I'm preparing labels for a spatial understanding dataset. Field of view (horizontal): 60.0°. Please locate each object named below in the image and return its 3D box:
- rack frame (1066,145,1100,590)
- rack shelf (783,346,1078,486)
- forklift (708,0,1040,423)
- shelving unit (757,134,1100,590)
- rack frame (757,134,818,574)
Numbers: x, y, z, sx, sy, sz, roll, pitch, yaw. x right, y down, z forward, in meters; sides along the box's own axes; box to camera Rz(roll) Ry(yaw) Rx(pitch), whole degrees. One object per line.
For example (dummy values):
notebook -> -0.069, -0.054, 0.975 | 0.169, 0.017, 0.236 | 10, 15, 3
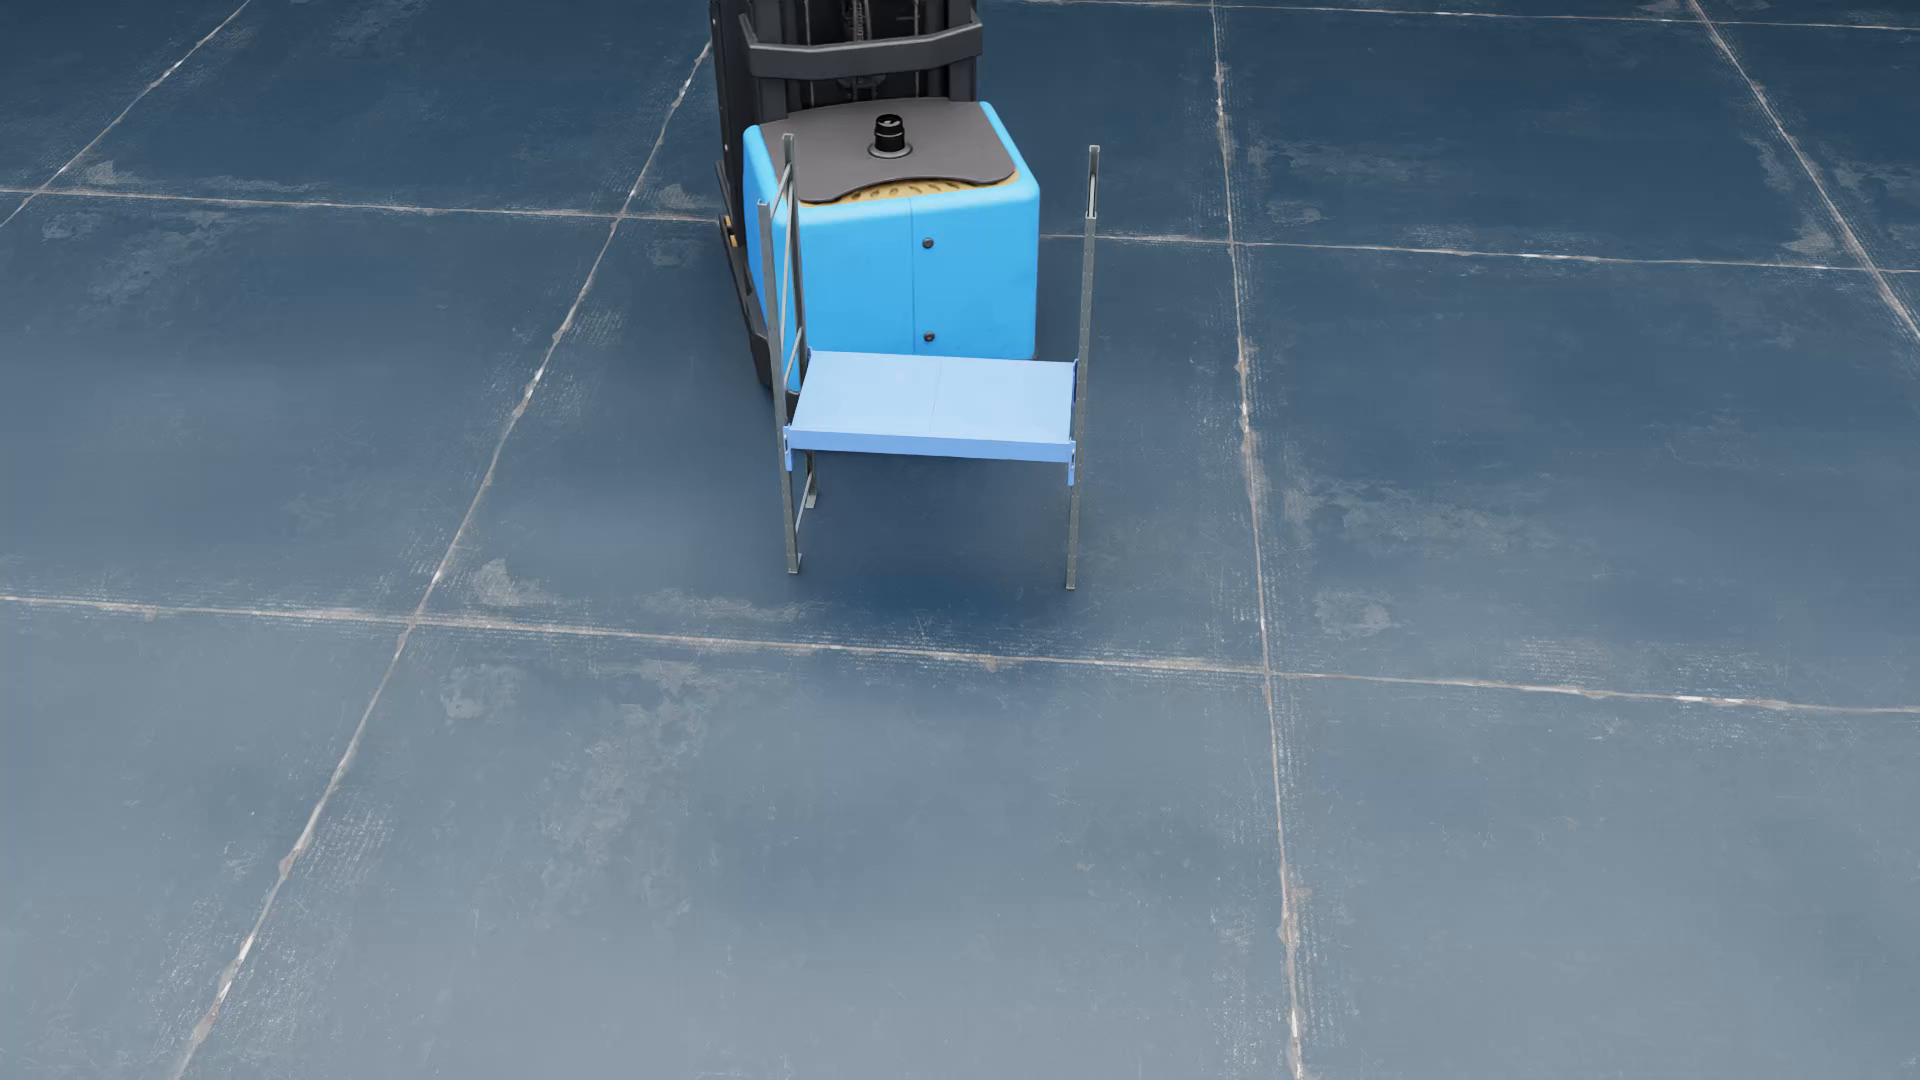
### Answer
rack frame -> 0.421, -0.559, 5.748 | 0.032, 1.500, 0.500 | 3, 39, 4
rack shelf -> -0.085, -0.447, 5.896 | 1.000, 0.185, 0.538 | 3, 39, 4
forklift -> -0.528, -2.451, 6.939 | 1.130, 2.935, 3.031 | -9, 40, -10
shelving unit -> -0.085, -0.586, 5.782 | 1.048, 1.500, 0.538 | 3, 39, 4
rack frame -> -0.591, -0.614, 5.816 | 0.032, 1.500, 0.500 | 3, 39, 4
